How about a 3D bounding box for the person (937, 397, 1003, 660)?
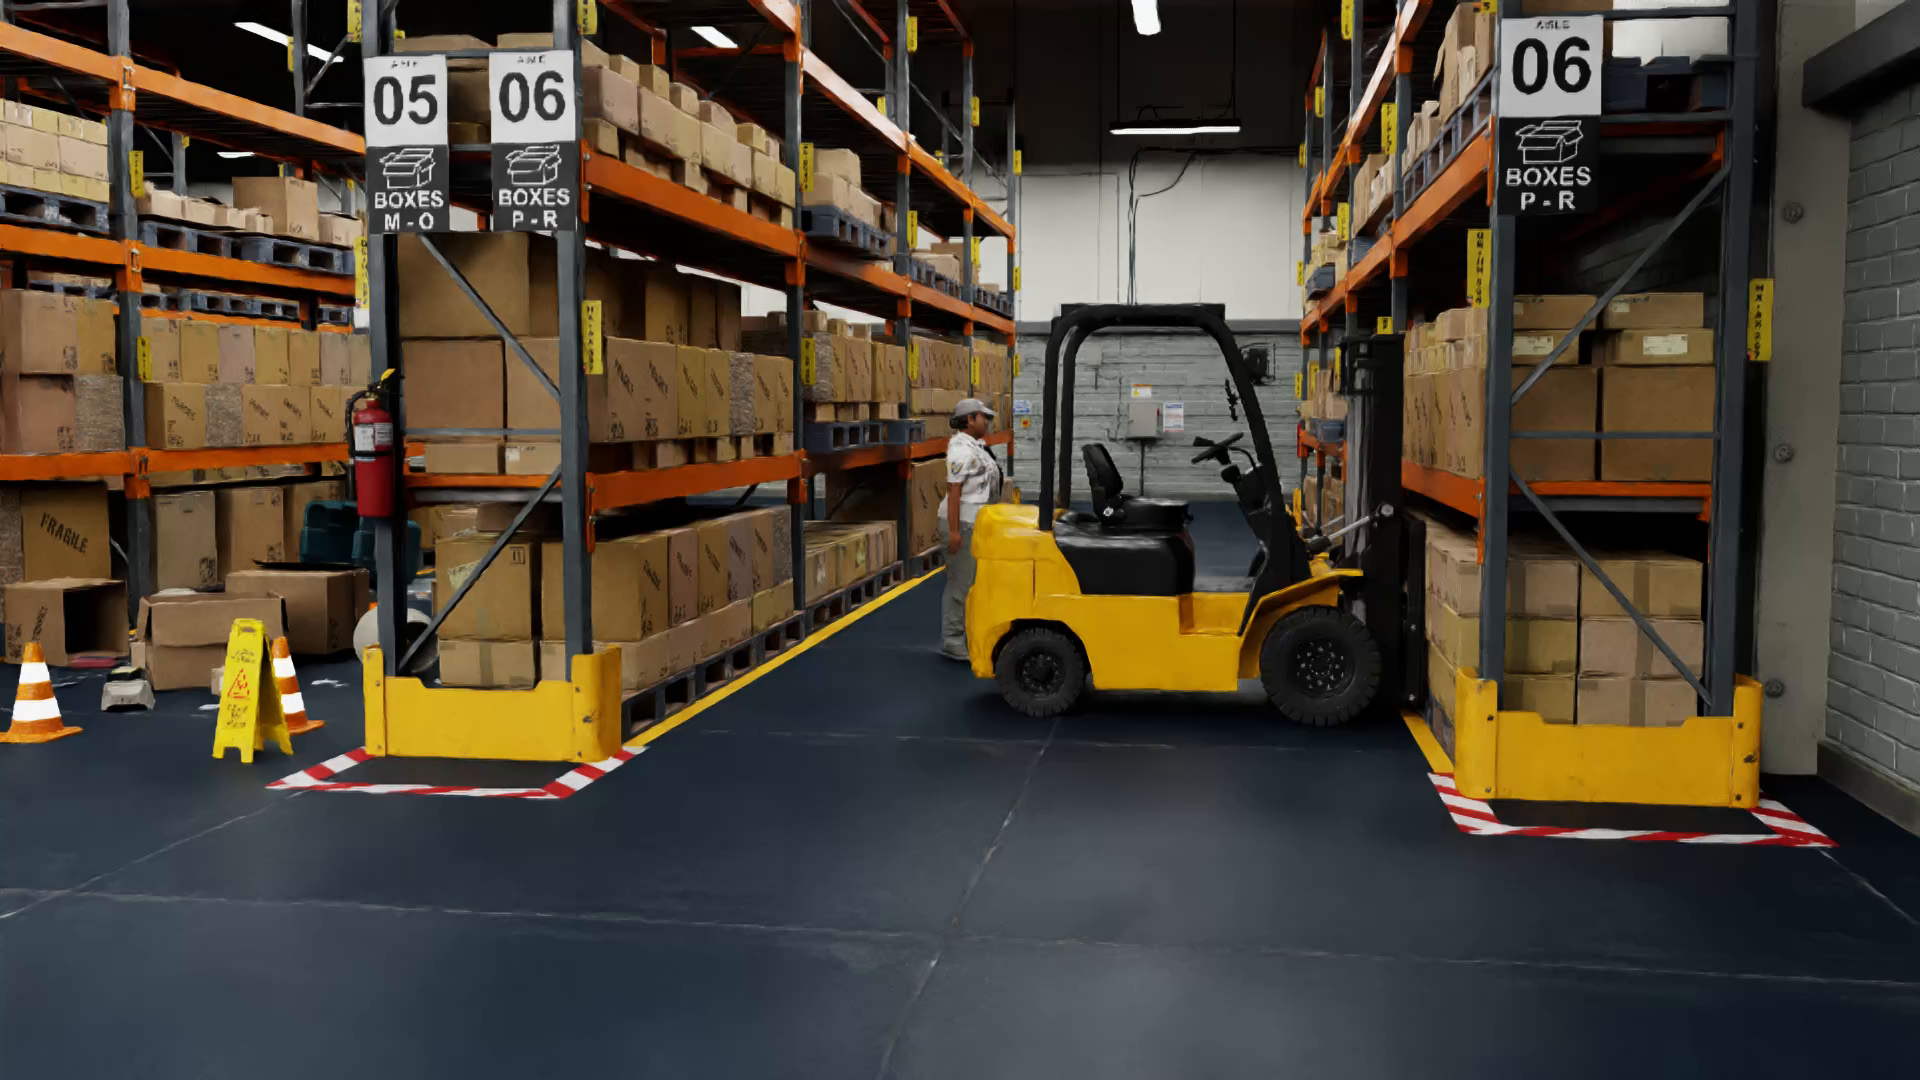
[{"bbox_3d":[0.072,-0.079,10.669,0.433,1.667,0.579,1,5,13],"label":"person"}]
